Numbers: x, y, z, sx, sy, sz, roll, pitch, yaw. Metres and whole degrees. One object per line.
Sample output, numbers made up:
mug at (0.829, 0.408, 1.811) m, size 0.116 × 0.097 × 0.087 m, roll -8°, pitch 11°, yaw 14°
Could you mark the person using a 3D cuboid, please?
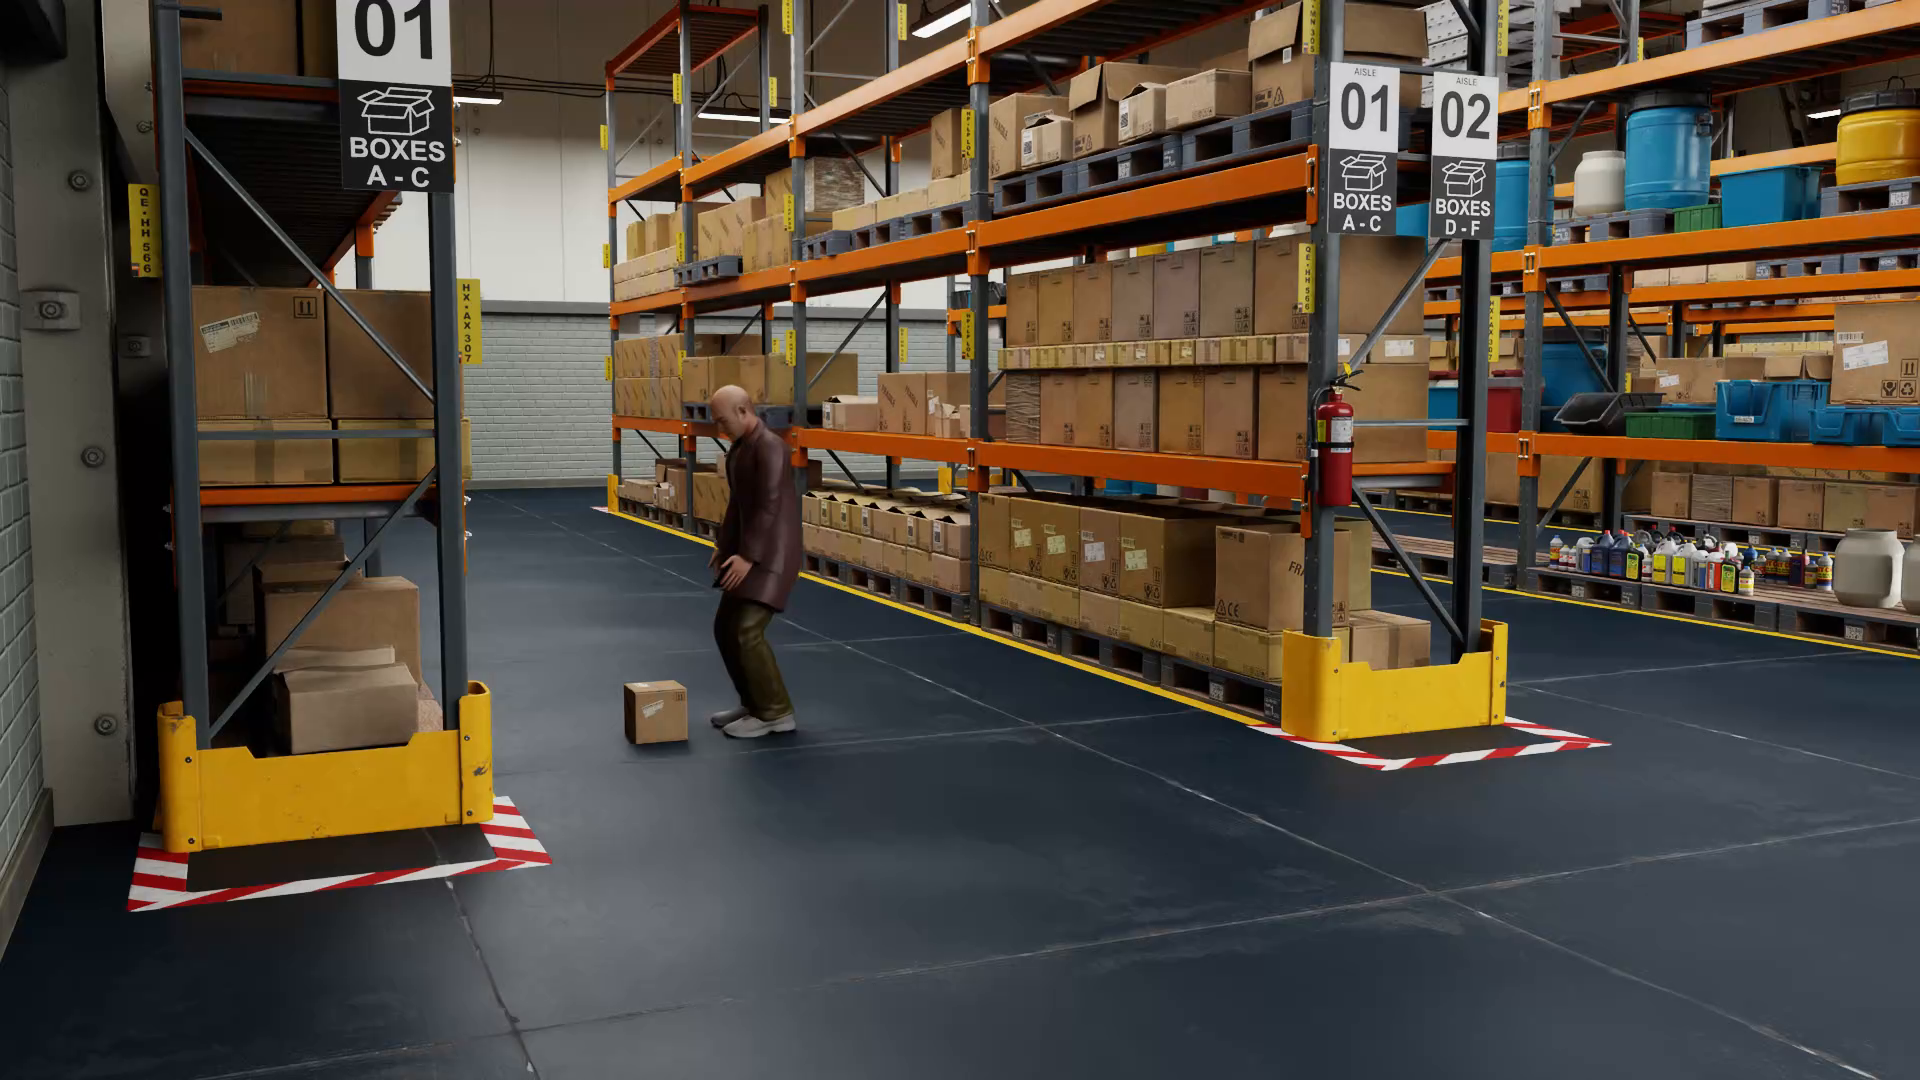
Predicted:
person at (-1.001, 0.095, 8.132) m, size 0.459 × 1.702 × 0.599 m, roll -2°, pitch 6°, yaw -22°
